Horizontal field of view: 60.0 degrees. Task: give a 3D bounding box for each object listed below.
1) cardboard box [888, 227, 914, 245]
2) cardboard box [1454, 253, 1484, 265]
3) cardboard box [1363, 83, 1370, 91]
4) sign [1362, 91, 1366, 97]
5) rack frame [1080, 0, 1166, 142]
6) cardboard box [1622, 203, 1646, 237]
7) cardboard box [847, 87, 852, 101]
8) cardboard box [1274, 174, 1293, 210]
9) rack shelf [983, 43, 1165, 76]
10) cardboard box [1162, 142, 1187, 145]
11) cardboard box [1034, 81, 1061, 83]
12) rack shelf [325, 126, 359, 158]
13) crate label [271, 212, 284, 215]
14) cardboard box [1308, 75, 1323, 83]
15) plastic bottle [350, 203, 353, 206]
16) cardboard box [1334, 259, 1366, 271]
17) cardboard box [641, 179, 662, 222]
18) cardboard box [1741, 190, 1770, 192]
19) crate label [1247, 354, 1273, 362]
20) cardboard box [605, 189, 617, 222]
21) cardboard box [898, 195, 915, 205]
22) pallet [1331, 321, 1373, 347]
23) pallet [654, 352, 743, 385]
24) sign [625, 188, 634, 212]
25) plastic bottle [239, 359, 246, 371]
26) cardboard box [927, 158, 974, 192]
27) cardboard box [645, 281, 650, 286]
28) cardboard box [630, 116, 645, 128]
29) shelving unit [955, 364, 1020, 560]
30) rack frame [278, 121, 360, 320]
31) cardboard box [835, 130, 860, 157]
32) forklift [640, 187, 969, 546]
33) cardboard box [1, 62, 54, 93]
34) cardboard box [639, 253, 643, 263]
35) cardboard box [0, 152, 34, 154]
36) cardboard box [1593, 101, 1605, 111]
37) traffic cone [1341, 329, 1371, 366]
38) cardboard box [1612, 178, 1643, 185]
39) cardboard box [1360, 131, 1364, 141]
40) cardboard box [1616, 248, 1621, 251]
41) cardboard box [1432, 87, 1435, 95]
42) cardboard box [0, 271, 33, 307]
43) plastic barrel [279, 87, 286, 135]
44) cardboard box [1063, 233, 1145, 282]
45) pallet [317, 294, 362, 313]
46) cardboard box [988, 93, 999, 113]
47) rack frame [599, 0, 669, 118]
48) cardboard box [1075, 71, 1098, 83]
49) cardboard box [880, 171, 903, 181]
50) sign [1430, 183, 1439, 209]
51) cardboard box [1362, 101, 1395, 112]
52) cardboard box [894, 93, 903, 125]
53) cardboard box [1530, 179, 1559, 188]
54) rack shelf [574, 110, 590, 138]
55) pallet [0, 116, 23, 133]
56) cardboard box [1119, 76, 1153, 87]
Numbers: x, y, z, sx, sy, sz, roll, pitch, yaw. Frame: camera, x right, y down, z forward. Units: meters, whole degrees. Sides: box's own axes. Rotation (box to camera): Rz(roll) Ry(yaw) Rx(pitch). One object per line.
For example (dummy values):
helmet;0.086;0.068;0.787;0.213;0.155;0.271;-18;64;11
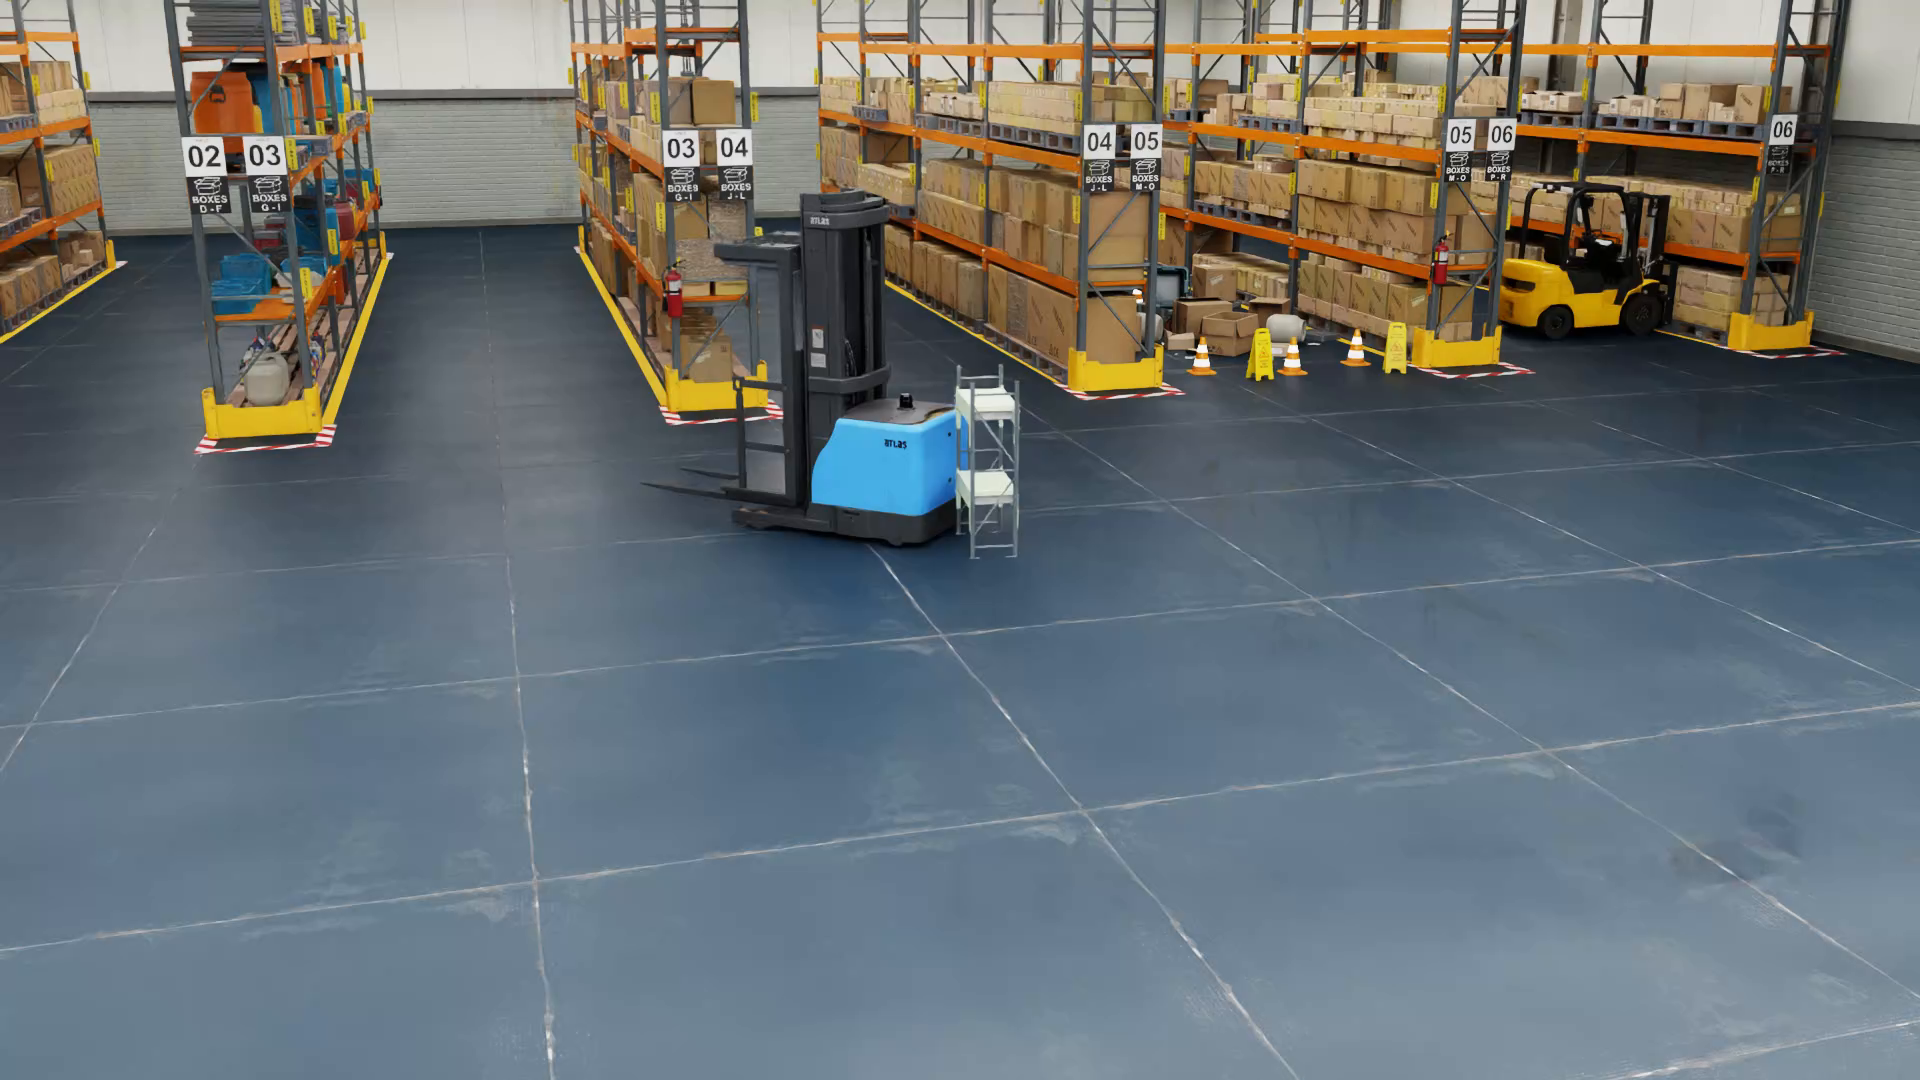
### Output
cardboard box;-0.973;-5.391;29.496;0.500;0.250;0.500;-4;17;-14
cardboard box;6.776;-3.775;22.242;0.380;0.149;0.250;-5;17;-15
cardboard box;8.072;-8.877;32.593;0.380;0.149;0.250;-5;17;-16
sign;6.091;-6.621;25.166;0.100;0.325;0.005;-5;17;-15
rack frame;1.939;-6.239;19.579;1.000;3.000;0.127;-5;17;-15
cardboard box;10.513;-4.907;25.399;0.500;0.500;0.500;-5;17;-16
cardboard box;-1.862;-8.542;31.851;0.500;0.250;0.500;-5;18;-18
cardboard box;5.224;-5.392;25.769;0.500;0.500;0.500;-5;17;-16
rack shelf;1.389;-6.256;21.582;1.077;0.370;4.000;-5;17;-15
cardboard box;4.007;-7.243;31.439;0.500;0.500;0.500;-4;17;-14
cardboard box;1.247;-6.343;23.288;0.380;0.149;0.250;-5;17;-16
rack shelf;-10.368;-6.468;26.807;1.077;0.370;4.000;-5;17;-15
crate label;-9.806;-4.543;24.302;0.502;0.435;0.616;-5;17;-15
cardboard box;7.495;-9.645;35.009;0.500;0.250;0.500;-4;17;-14
plastic bottle;-10.223;-5.509;27.792;0.152;0.276;0.135;-5;17;-15
cardboard box;5.670;-4.005;24.191;0.380;0.149;0.250;-4;17;-12
cardboard box;-3.802;-4.356;21.311;0.500;0.500;0.500;-5;17;-15
cardboard box;11.430;-4.936;23.853;0.380;0.149;0.250;-4;17;-14
crate label;4.063;-2.462;22.409;0.298;0.136;0.250;16;23;42
cardboard box;-5.562;-5.517;27.432;0.500;0.500;0.500;-5;17;-16
cardboard box;-0.837;-5.759;28.118;0.380;0.149;0.250;-4;17;-14
pallet;6.129;-3.035;24.188;1.003;0.211;1.213;-5;17;-15
pallet;-3.400;-2.251;21.580;1.003;0.211;1.213;-5;17;-15
sign;-4.490;-4.618;22.598;0.100;0.325;0.005;-5;17;-15
plastic bottle;-8.596;-2.024;19.933;0.061;0.283;0.133;-4;17;-14
cardboard box;-0.146;-5.980;27.235;0.700;0.500;0.500;-5;17;-16
cardboard box;-4.372;-3.581;24.740;0.700;0.500;0.500;-6;18;-20
cardboard box;-4.164;-5.549;22.066;0.380;0.149;0.250;-5;17;-17
shelving unit;0.225;-0.670;14.076;0.431;1.500;0.755;-3;17;-9
rack frame;-9.819;-4.823;25.293;1.000;3.000;0.127;-5;17;-15
cardboard box;-2.180;-7.890;33.076;0.500;0.500;0.500;-5;18;-17
forklift;-1.472;-1.622;14.757;3.031;2.935;1.130;8;18;25
cardboard box;-15.996;-7.921;28.481;0.700;0.500;0.500;-5;17;-15
cardboard box;-4.131;-3.834;22.439;0.380;0.149;0.250;-5;17;-15
cardboard box;-16.351;-6.466;28.851;0.500;0.500;0.500;-5;17;-15
cardboard box;10.298;-7.100;27.195;0.380;0.149;0.250;-5;17;-15
traffic cone;5.312;-2.587;22.260;0.336;0.463;0.334;-5;17;-15
cardboard box;10.383;-5.539;25.860;0.380;0.149;0.250;-5;17;-16
cardboard box;5.845;-5.675;23.352;0.380;0.149;0.250;-5;17;-15
cardboard box;10.664;-4.527;26.621;0.500;0.250;0.500;-4;17;-14
cardboard box;8.894;-8.242;30.514;0.380;0.149;0.250;-5;18;-17
cardboard box;-14.715;-3.878;25.728;0.500;0.500;0.500;-5;17;-16
plastic barrel;-9.068;-5.516;21.517;0.600;0.901;0.708;-5;17;-15
cardboard box;1.793;-3.537;20.751;0.875;0.550;0.550;-5;17;-15
pallet;-10.075;-3.702;26.409;1.003;0.211;1.213;-5;17;-15
cardboard box;0.705;-6.071;23.074;0.500;0.250;0.500;-5;17;-15
rack frame;-5.056;-8.087;25.734;1.000;3.000;0.127;-5;17;-15
cardboard box;2.683;-9.375;34.155;0.500;0.500;0.500;-4;17;-14
cardboard box;-1.188;-6.401;29.221;0.380;0.149;0.250;-4;17;-13
sign;6.132;-4.453;21.499;0.100;0.325;0.005;-5;17;-15
cardboard box;5.851;-6.053;23.226;0.380;0.149;0.250;-4;17;-14
cardboard box;-0.811;-7.338;28.279;0.500;0.500;0.500;-5;17;-15
cardboard box;9.731;-5.924;27.660;0.380;0.149;0.250;-5;18;-17
rack shelf;-6.705;-7.966;31.794;1.077;0.370;4.000;-5;17;-15
pallet;-15.282;-6.413;25.699;1.213;0.211;1.003;-5;17;-15
cardboard box;3.336;-8.523;31.494;0.500;0.500;0.500;-5;17;-16
